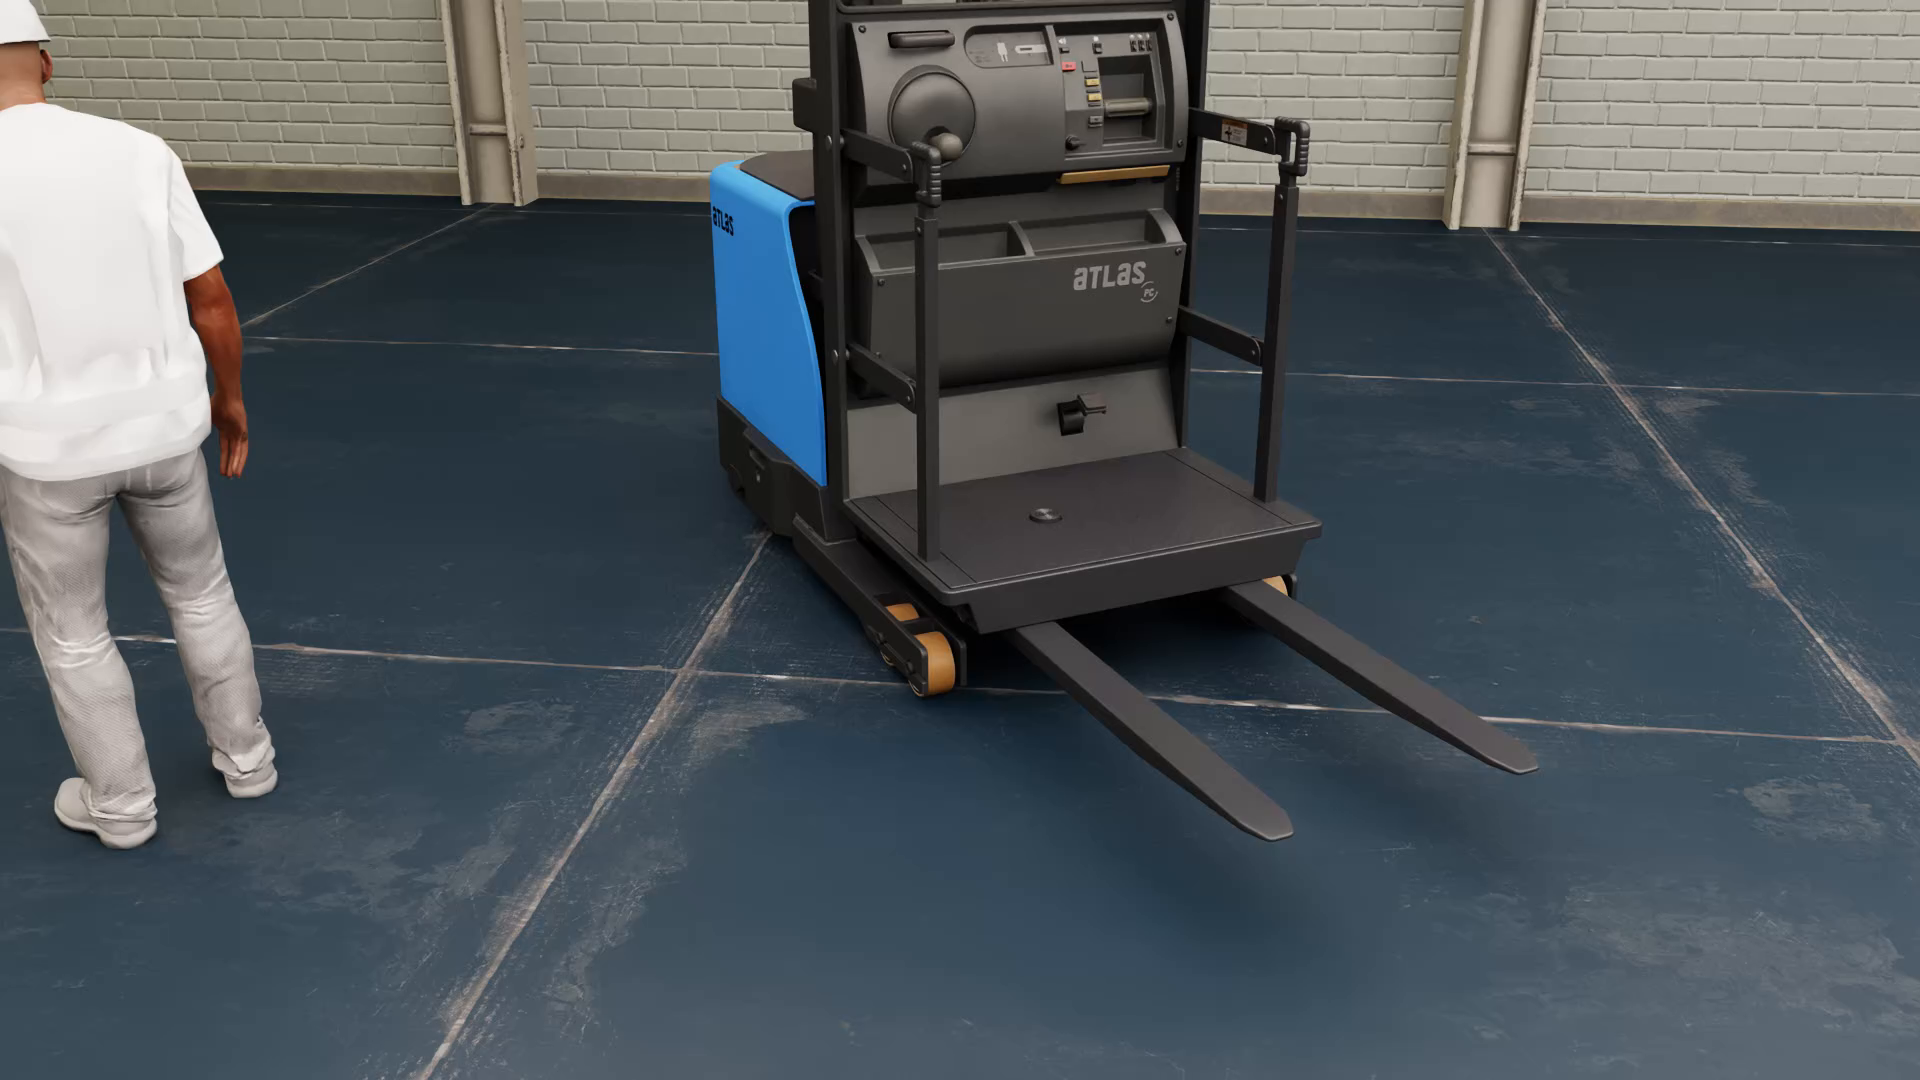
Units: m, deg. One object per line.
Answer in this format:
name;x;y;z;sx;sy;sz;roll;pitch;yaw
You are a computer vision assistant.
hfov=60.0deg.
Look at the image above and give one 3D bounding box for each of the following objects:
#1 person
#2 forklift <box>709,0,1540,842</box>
person;-1.765;-0.222;3.379;0.632;1.759;0.461;-20;30;-41
forklift;0.261;-1.147;4.103;1.130;2.935;3.031;-10;24;-23
